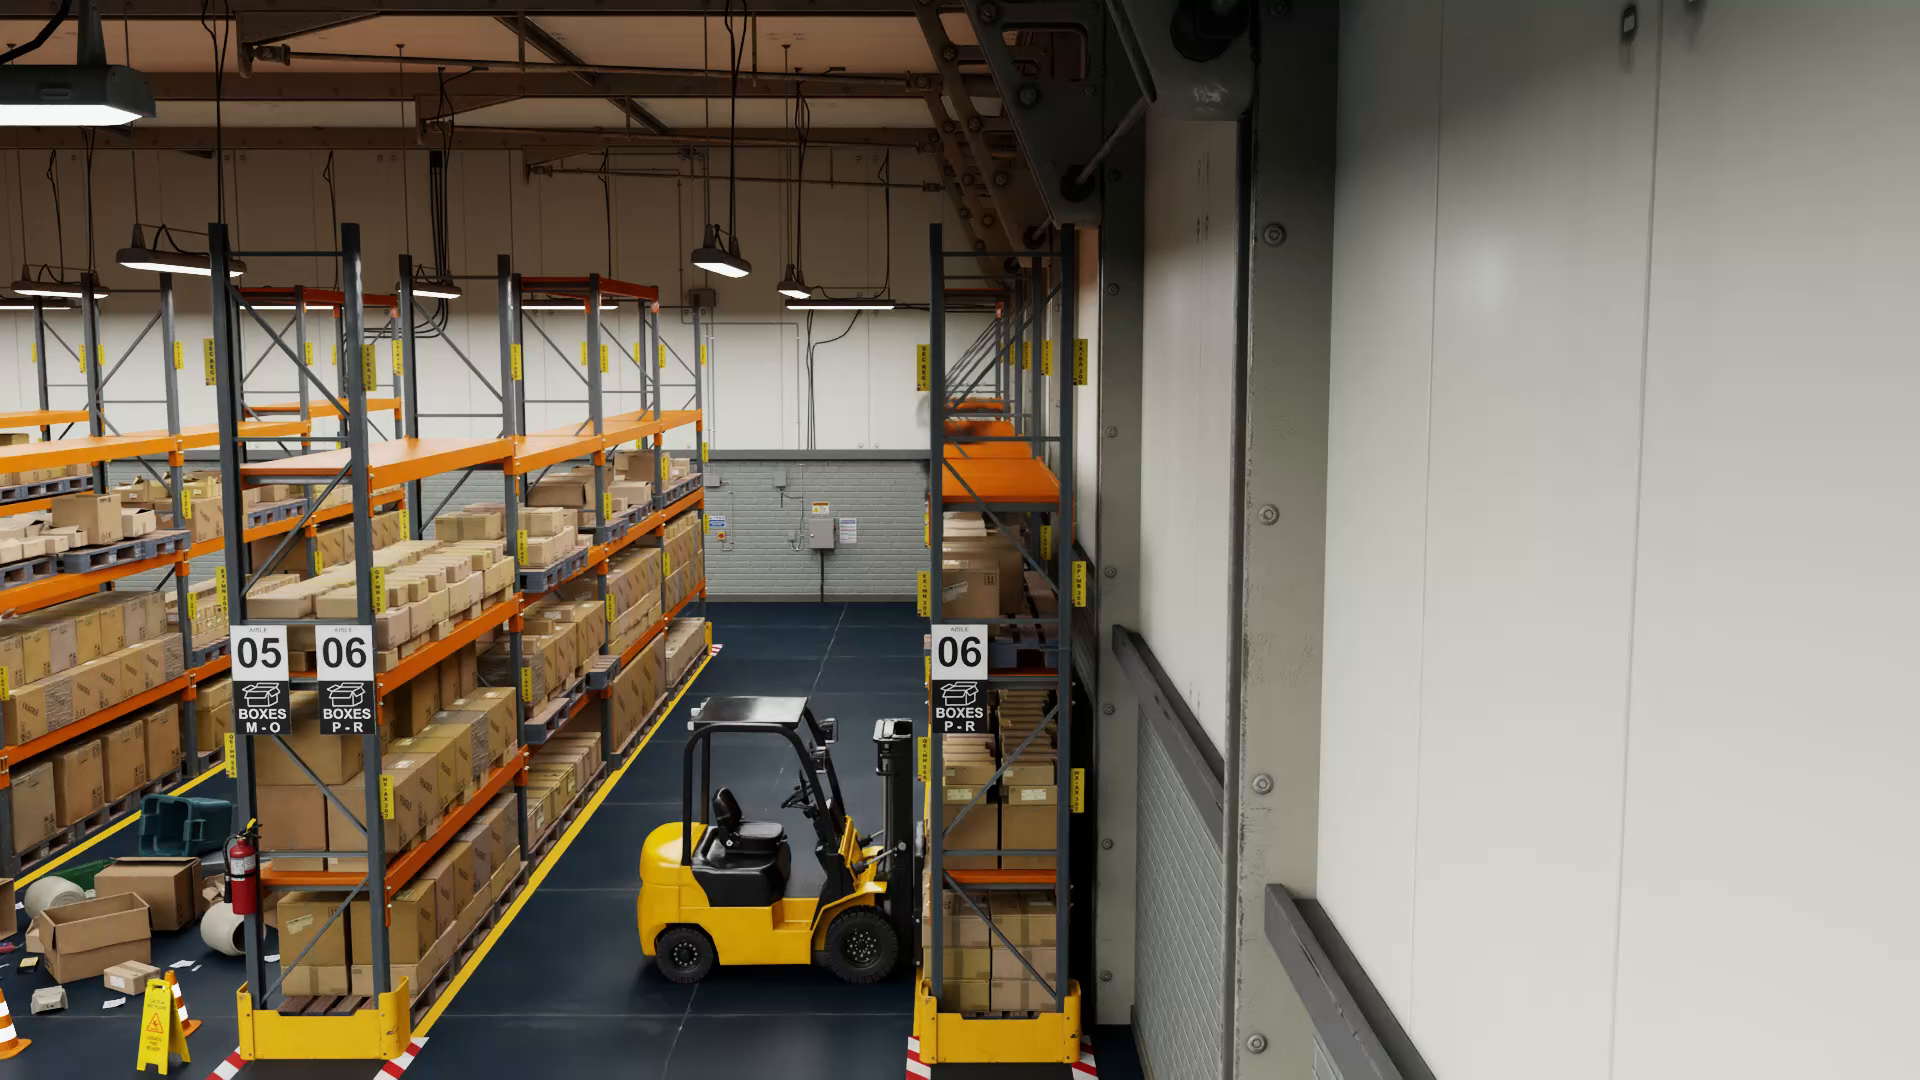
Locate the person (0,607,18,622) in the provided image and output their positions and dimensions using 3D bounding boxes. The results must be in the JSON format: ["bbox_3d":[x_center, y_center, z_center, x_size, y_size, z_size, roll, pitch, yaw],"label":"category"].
[{"bbox_3d":[-12.836,1.676,22.419,0.673,1.794,0.752,-1,7,-9],"label":"person"}]
